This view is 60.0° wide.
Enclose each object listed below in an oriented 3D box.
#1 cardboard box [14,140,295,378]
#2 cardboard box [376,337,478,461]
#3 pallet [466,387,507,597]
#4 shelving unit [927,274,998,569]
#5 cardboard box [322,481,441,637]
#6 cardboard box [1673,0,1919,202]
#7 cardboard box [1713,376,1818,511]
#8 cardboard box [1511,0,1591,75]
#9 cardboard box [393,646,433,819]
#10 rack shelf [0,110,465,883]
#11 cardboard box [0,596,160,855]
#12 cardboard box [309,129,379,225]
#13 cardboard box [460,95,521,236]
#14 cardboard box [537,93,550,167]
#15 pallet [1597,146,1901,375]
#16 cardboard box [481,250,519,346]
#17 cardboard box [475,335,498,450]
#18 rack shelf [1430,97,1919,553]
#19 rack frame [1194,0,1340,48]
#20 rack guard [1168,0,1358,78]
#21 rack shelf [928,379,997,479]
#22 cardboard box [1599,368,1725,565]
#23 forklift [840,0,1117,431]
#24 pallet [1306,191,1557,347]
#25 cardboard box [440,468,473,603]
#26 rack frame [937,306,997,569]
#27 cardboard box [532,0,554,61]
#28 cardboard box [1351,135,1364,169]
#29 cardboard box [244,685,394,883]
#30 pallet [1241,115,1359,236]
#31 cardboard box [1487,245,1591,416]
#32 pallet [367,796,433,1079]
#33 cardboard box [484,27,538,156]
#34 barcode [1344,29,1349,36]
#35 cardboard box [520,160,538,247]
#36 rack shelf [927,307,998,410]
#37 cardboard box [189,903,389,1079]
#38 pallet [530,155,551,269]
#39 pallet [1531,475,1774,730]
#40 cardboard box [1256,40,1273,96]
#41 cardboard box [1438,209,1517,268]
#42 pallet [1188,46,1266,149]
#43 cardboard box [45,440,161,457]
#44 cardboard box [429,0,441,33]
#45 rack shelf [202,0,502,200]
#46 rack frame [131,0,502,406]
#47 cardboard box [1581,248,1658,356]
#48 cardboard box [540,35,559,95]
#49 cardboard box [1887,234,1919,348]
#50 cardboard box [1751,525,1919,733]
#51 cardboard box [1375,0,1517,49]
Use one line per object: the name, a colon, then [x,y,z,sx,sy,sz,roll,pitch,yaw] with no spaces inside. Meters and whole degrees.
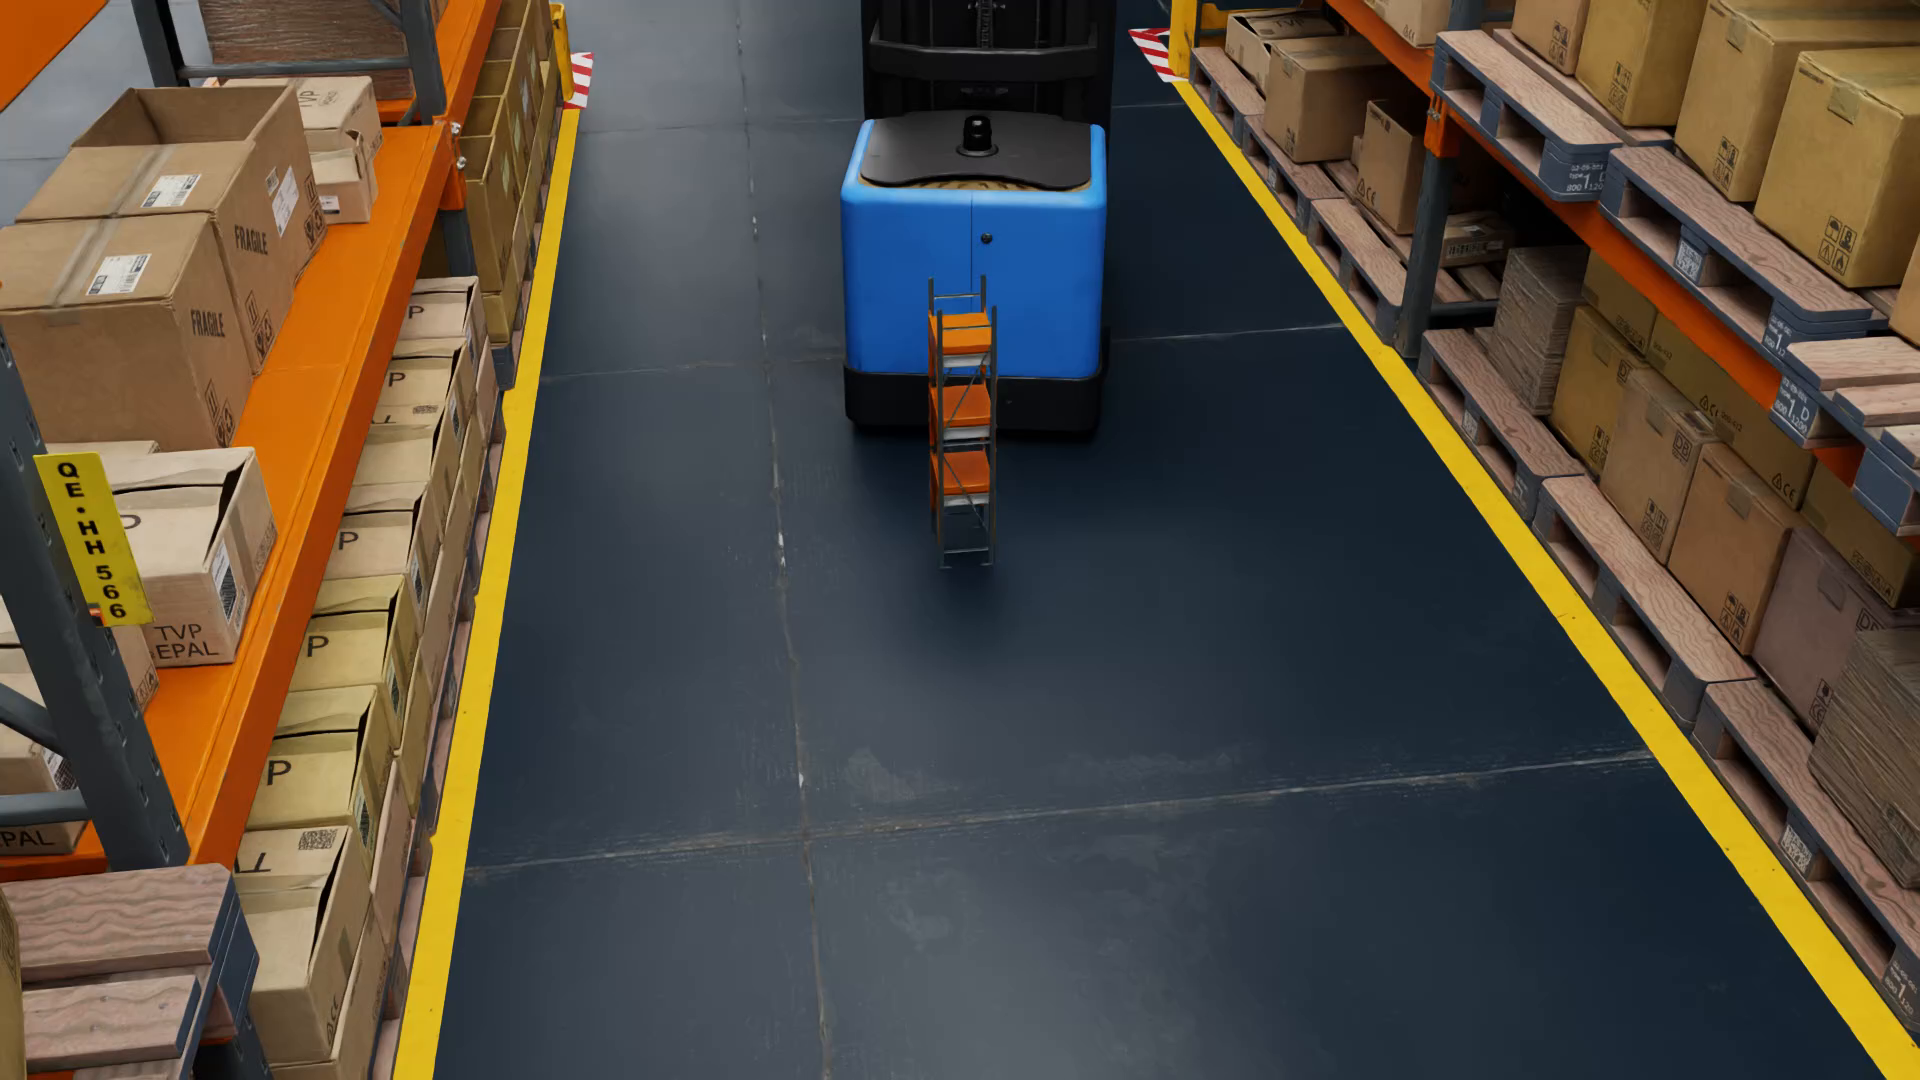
cardboard box: [-2.215,-0.774,4.634,0.500,0.500,0.500,-4,35,-6]
cardboard box: [-2.025,-0.511,5.907,0.500,0.311,0.500,-3,34,-5]
pallet: [-2.302,-0.176,6.321,1.003,0.211,1.213,-4,35,-6]
shelving unit: [0.007,-0.404,5.911,0.215,1.050,0.252,-4,35,-6]
cardboard box: [-1.897,0.048,5.086,0.500,0.311,0.500,-5,35,-7]
cardboard box: [2.690,-1.373,5.121,0.700,0.500,0.500,0,34,0]
cardboard box: [2.769,-0.347,5.259,0.500,0.250,0.500,-5,35,-7]
cardboard box: [2.503,-2.050,6.115,0.700,0.500,0.500,-4,35,-6]
cardboard box: [-1.826,0.574,4.813,0.500,0.250,0.500,-5,35,-8]
rack shelf: [-2.171,-0.323,4.699,1.077,0.370,4.000,-4,35,-6]
cardboard box: [-1.908,0.326,3.187,0.500,0.311,0.500,-2,34,-3]
cardboard box: [-2.140,-1.204,5.473,0.396,0.266,0.258,-5,35,-8]
cardboard box: [-2.267,-1.644,7.402,0.500,0.500,0.500,-4,35,-6]
cardboard box: [-2.465,-2.172,8.842,0.500,0.250,0.500,-4,35,-6]
pallet: [2.699,-0.904,5.083,1.003,0.211,1.213,-4,35,-6]
cardboard box: [-2.202,-1.055,7.204,0.500,0.250,0.500,-4,35,-6]
cardboard box: [-2.097,-0.564,6.483,0.500,0.250,0.500,-5,35,-7]
rack shelf: [2.737,-0.700,5.253,1.077,0.370,4.000,-4,35,-6]
rack frame: [1.930,-4.346,9.963,1.000,3.000,0.127,-4,35,-6]
rack guard: [1.940,-3.270,10.605,1.175,0.500,0.348,-4,35,-6]
rack shelf: [0.007,-0.395,5.916,0.215,0.259,0.240,-4,35,-6]
cardboard box: [2.731,-0.281,5.827,0.700,0.500,0.500,-4,34,-6]
forklift: [0.137,-2.459,7.256,1.130,2.935,3.031,2,34,3]
pallet: [2.343,-1.333,8.019,1.003,0.211,1.213,-4,35,-6]
cardboard box: [-1.962,0.004,5.650,0.500,0.250,0.500,-4,34,-5]
rack frame: [0.024,-0.336,5.811,0.200,1.050,0.008,-4,35,-6]
cardboard box: [-2.611,-3.039,9.448,0.500,0.500,0.500,-4,35,-6]
cardboard box: [2.273,-2.011,8.679,0.380,0.149,0.250,-7,35,-10]
cardboard box: [-1.761,0.620,4.248,0.500,0.311,0.500,-5,35,-8]
pallet: [2.175,-2.016,9.020,1.003,0.211,1.213,-4,35,-6]
cardboard box: [2.584,-0.853,6.667,0.700,0.500,0.500,-3,34,-5]
pallet: [-1.974,1.186,4.323,1.003,0.211,1.213,-4,35,-6]
cardboard box: [-2.396,-2.203,8.222,0.500,0.500,0.500,-4,35,-6]
barcode: [2.333,-3.047,10.047,0.001,0.075,0.075,-4,35,-6]
cardboard box: [-2.326,-1.614,8.024,0.500,0.250,0.500,-4,35,-6]
rack shelf: [0.007,-0.630,5.757,0.215,0.259,0.240,-4,35,-6]
cardboard box: [-1.682,1.144,3.976,0.500,0.250,0.500,-4,35,-7]
pallet: [-2.673,-1.713,8.577,1.003,0.211,1.213,-4,35,-6]
pallet: [2.742,0.155,5.835,1.003,0.211,1.213,-4,35,-6]
cardboard box: [2.011,-2.705,9.553,0.500,0.311,0.500,-2,34,-2]
cardboard box: [2.366,-1.421,7.797,0.380,0.166,0.250,-9,35,-13]
pallet: [2.015,-2.695,10.017,1.003,0.211,1.213,-4,35,-6]
cardboard box: [-2.129,-0.108,3.968,0.380,0.149,0.250,-2,34,-3]
cardboard box: [-2.583,-2.319,6.900,0.700,0.500,0.500,-5,35,-7]
rack shelf: [-2.709,-2.555,7.975,1.077,0.370,4.000,-4,35,-6]
rack frame: [-2.440,-1.736,6.134,1.000,3.000,0.127,-4,35,-6]
cardboard box: [2.646,-0.917,6.096,0.500,0.250,0.500,-5,35,-7]
cardboard box: [-2.613,-2.729,9.659,0.500,0.250,0.500,-4,35,-6]
cardboard box: [2.831,-0.676,4.099,0.700,0.500,0.500,-8,35,-11]
cardboard box: [2.903,0.276,5.011,0.700,0.500,0.500,-4,35,-6]
cardboard box: [2.104,-2.301,7.079,0.500,0.250,0.500,-4,35,-6]
